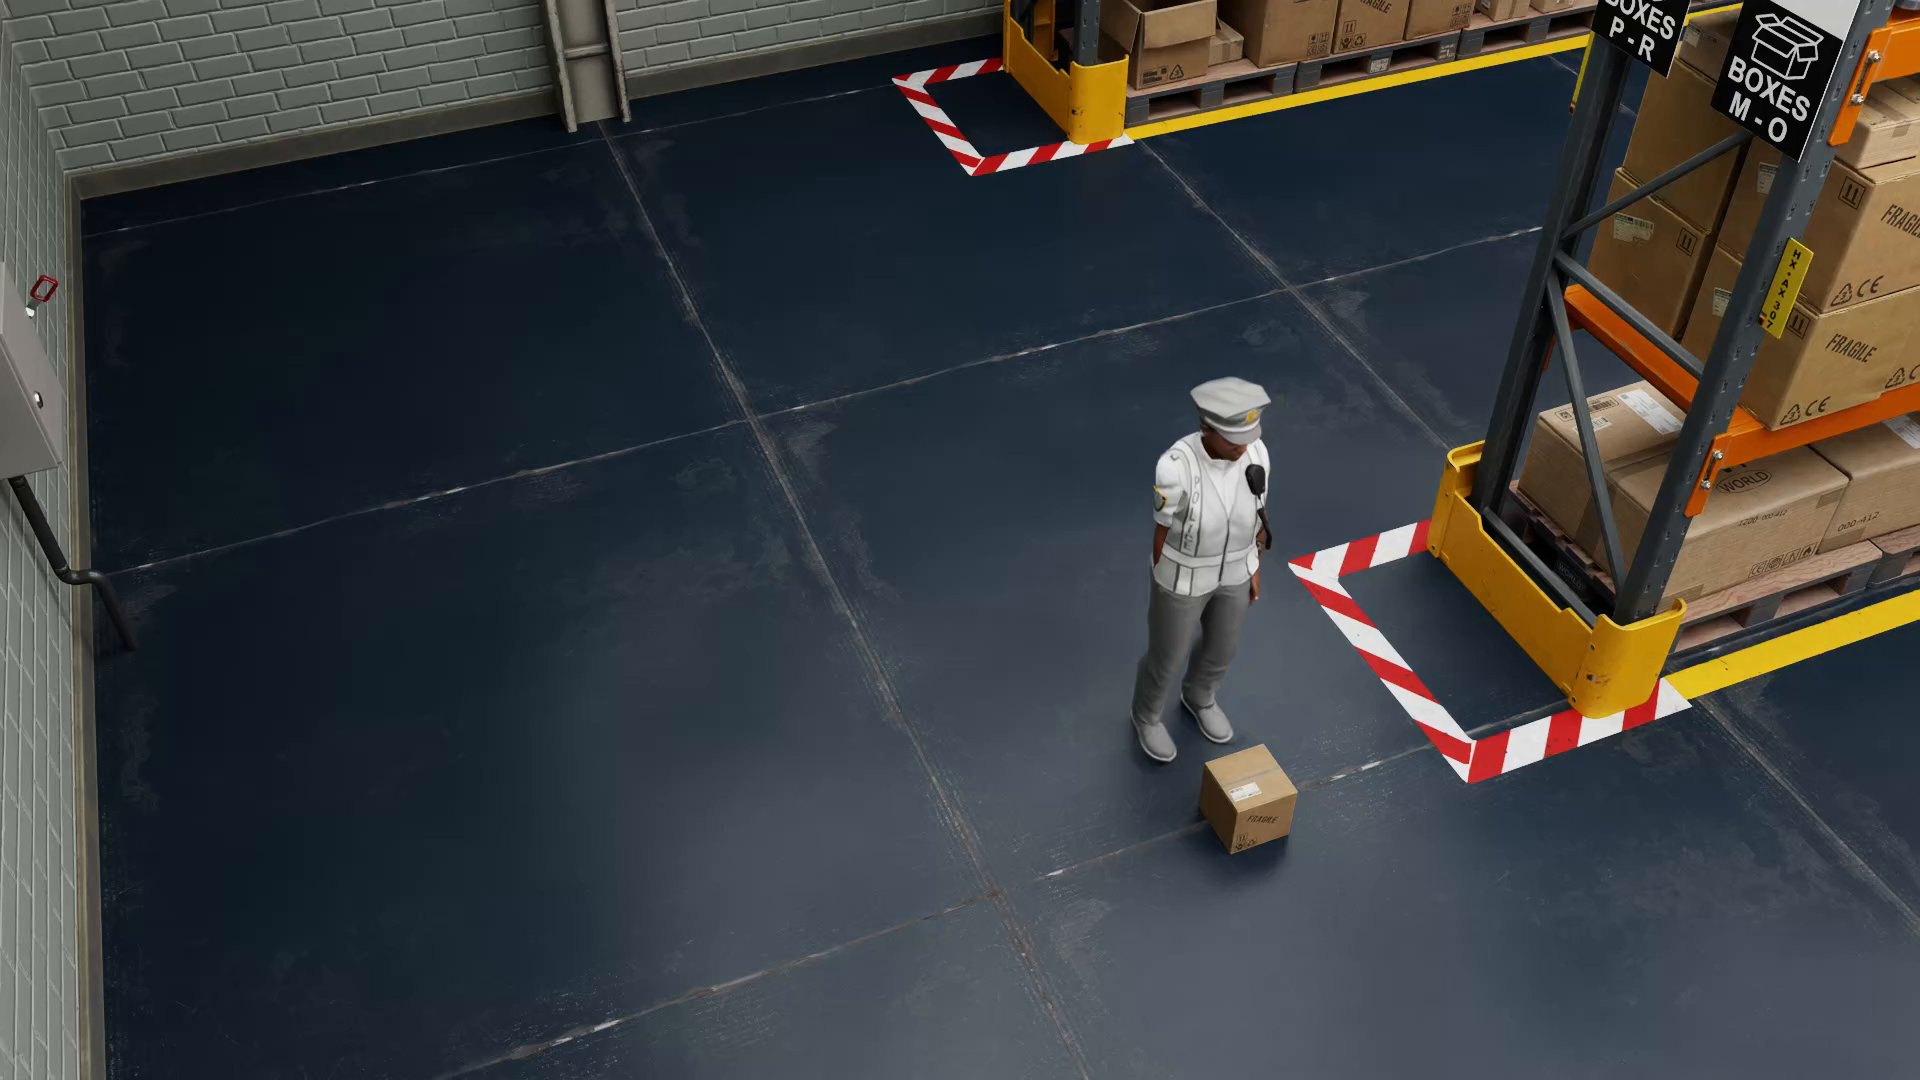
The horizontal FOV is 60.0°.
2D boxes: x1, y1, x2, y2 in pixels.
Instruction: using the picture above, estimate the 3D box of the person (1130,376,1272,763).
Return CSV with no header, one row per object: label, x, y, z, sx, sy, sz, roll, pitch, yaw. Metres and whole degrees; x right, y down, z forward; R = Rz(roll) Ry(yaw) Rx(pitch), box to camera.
person,0.893,0.127,6.025,0.438,1.659,0.341,-14,44,-16
